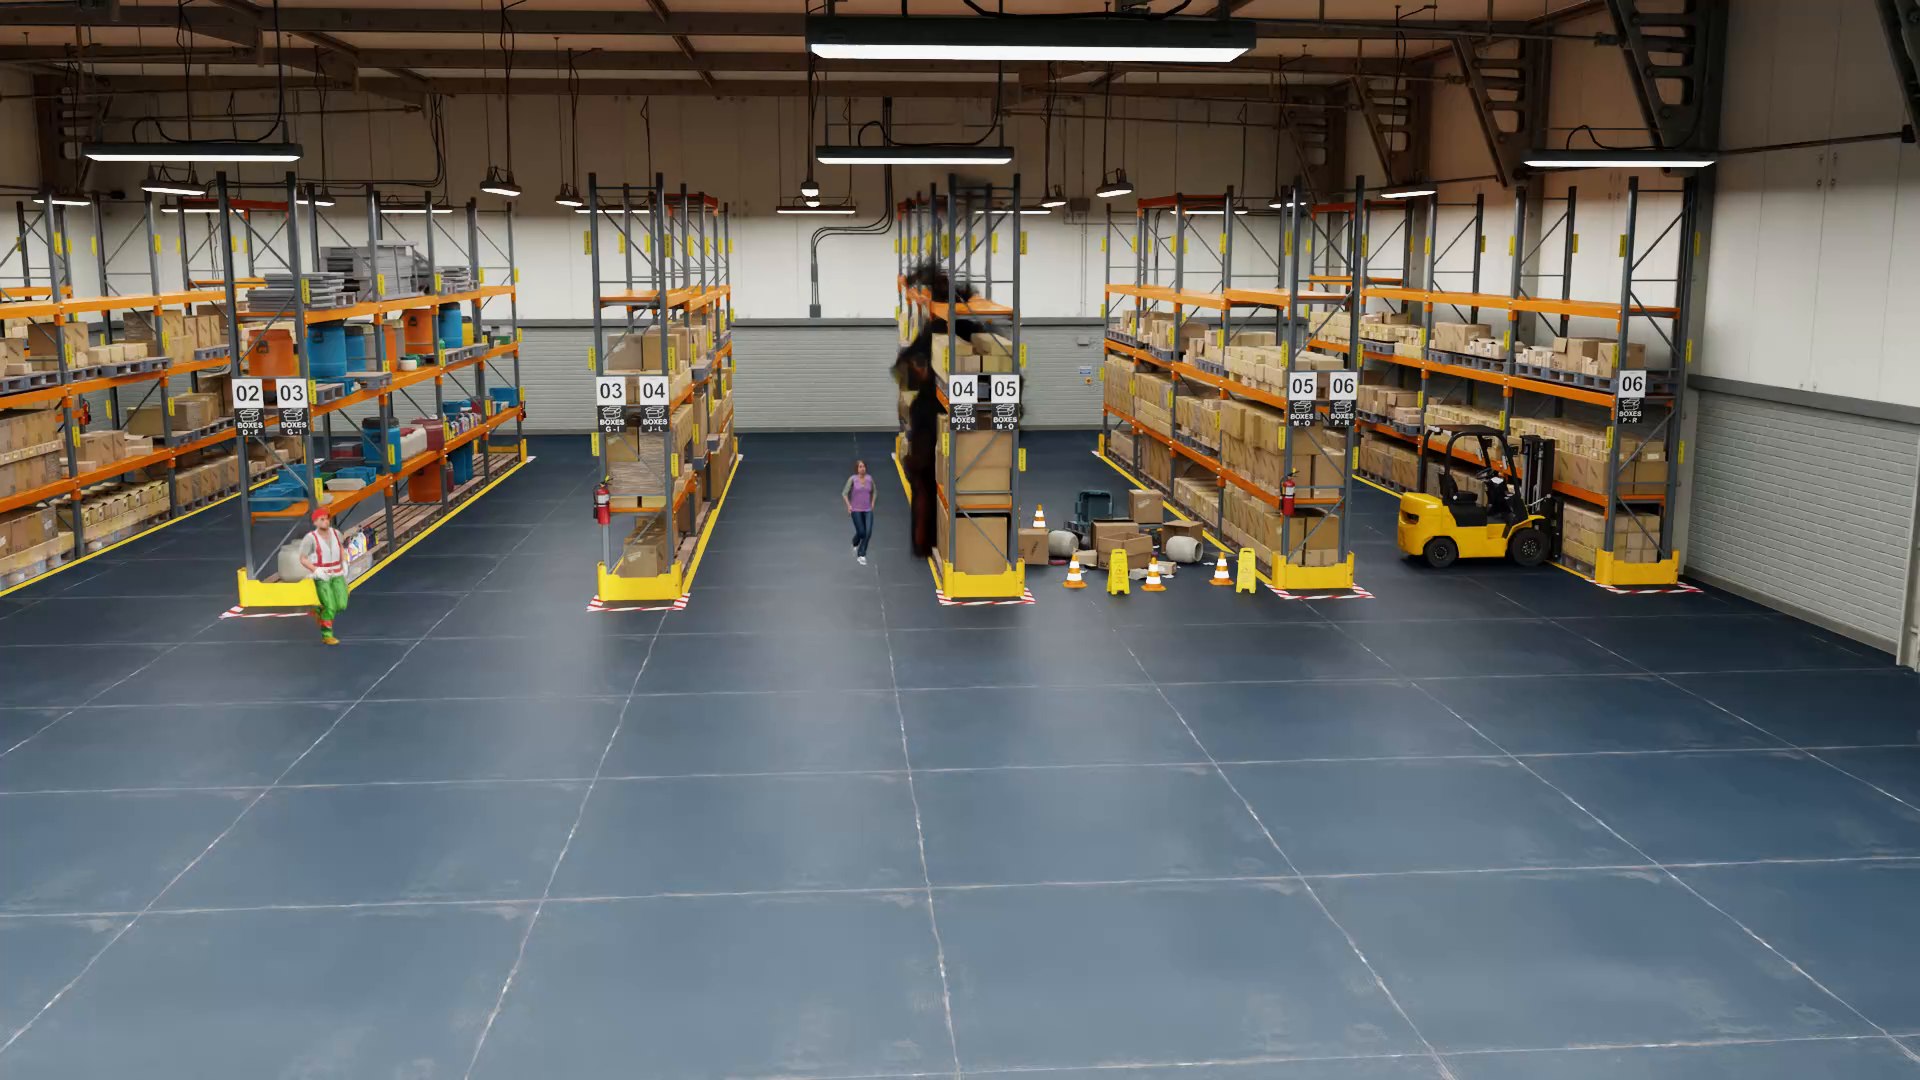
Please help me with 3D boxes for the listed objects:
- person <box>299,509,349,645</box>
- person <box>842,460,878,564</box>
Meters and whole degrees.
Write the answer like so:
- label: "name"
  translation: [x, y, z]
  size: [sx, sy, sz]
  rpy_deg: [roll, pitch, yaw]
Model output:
- label: "person"
  translation: [-8.067, 0.455, 21.122]
  size: [0.678, 1.747, 0.670]
  rpy_deg: [7, 12, 36]
- label: "person"
  translation: [-1.482, -0.427, 25.020]
  size: [0.544, 1.568, 0.489]
  rpy_deg: [-3, 11, -19]
